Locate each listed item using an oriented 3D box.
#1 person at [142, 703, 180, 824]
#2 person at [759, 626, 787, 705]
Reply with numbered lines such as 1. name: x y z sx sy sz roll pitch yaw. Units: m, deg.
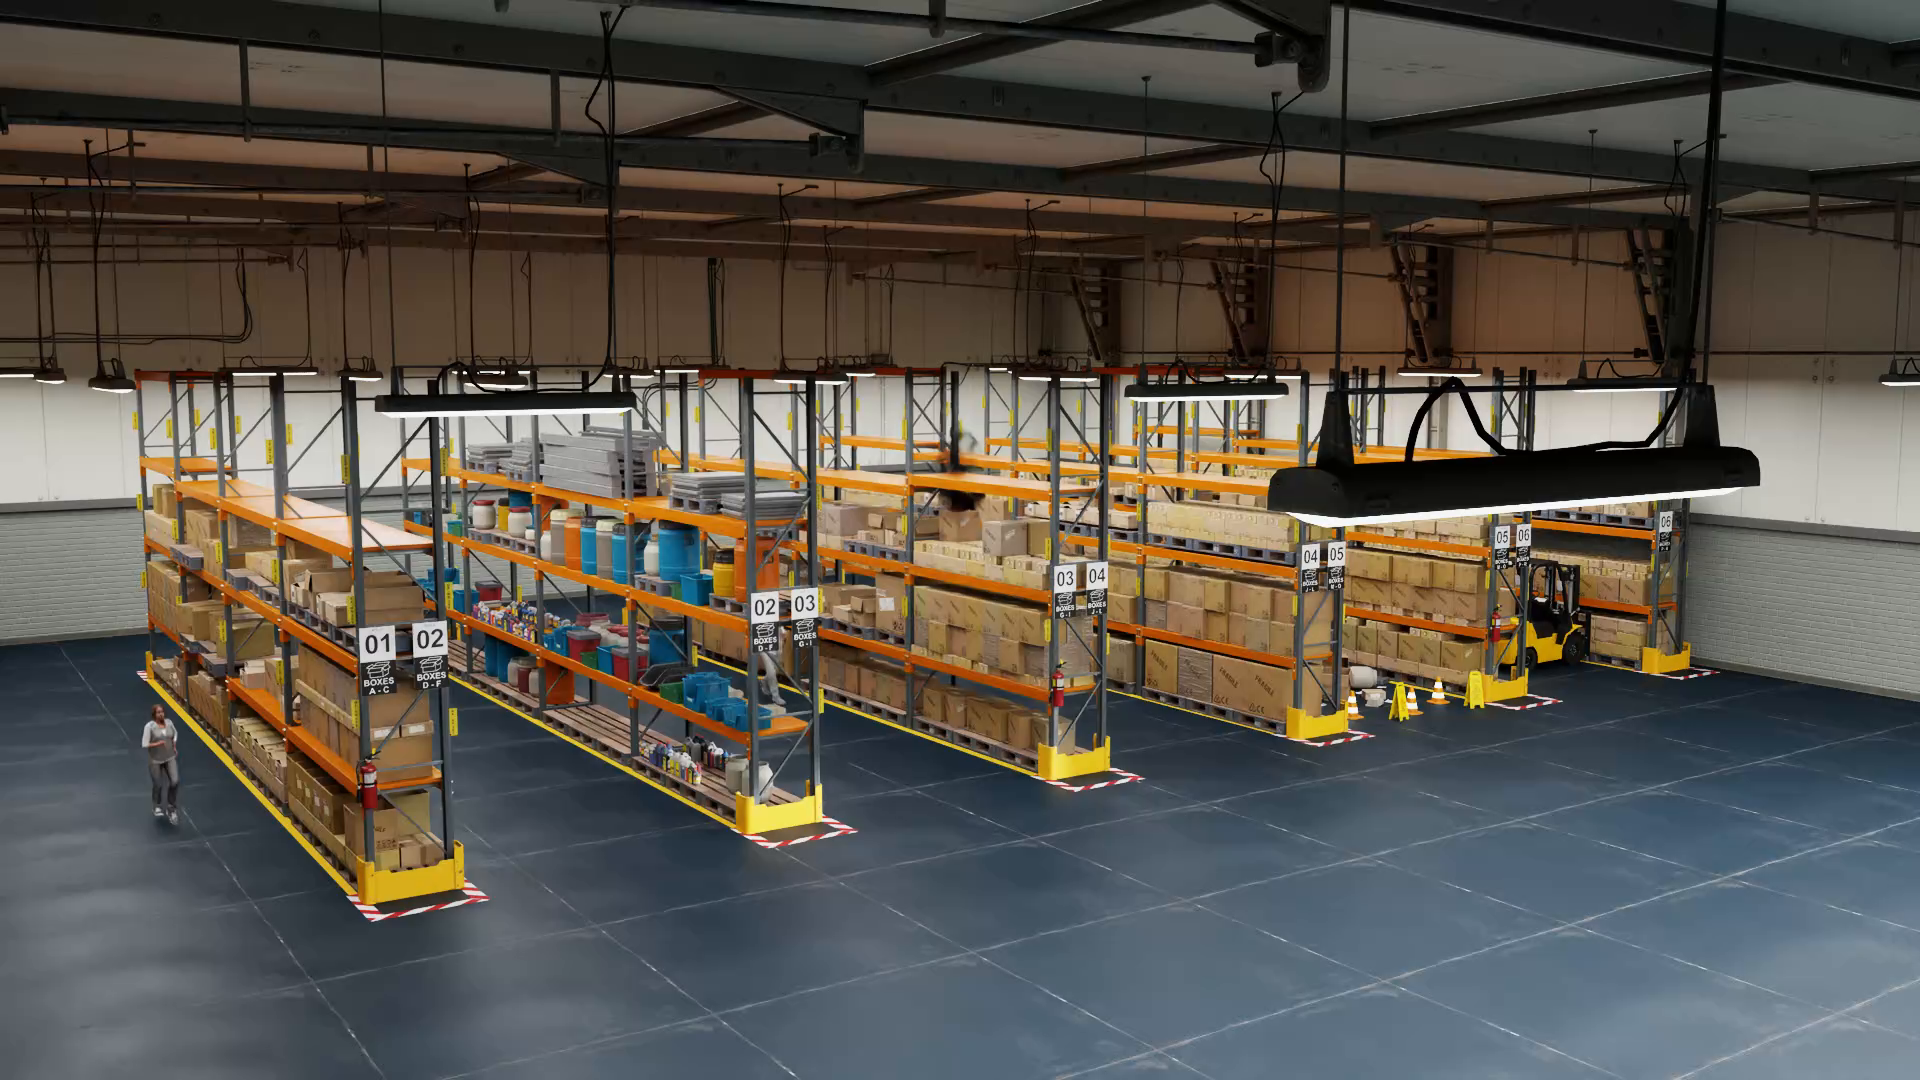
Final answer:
1. person: -10.744 3.013 22.409 0.514 1.639 0.666 -6 9 -42
2. person: -3.423 2.028 30.146 0.662 1.768 0.989 -6 9 -41
